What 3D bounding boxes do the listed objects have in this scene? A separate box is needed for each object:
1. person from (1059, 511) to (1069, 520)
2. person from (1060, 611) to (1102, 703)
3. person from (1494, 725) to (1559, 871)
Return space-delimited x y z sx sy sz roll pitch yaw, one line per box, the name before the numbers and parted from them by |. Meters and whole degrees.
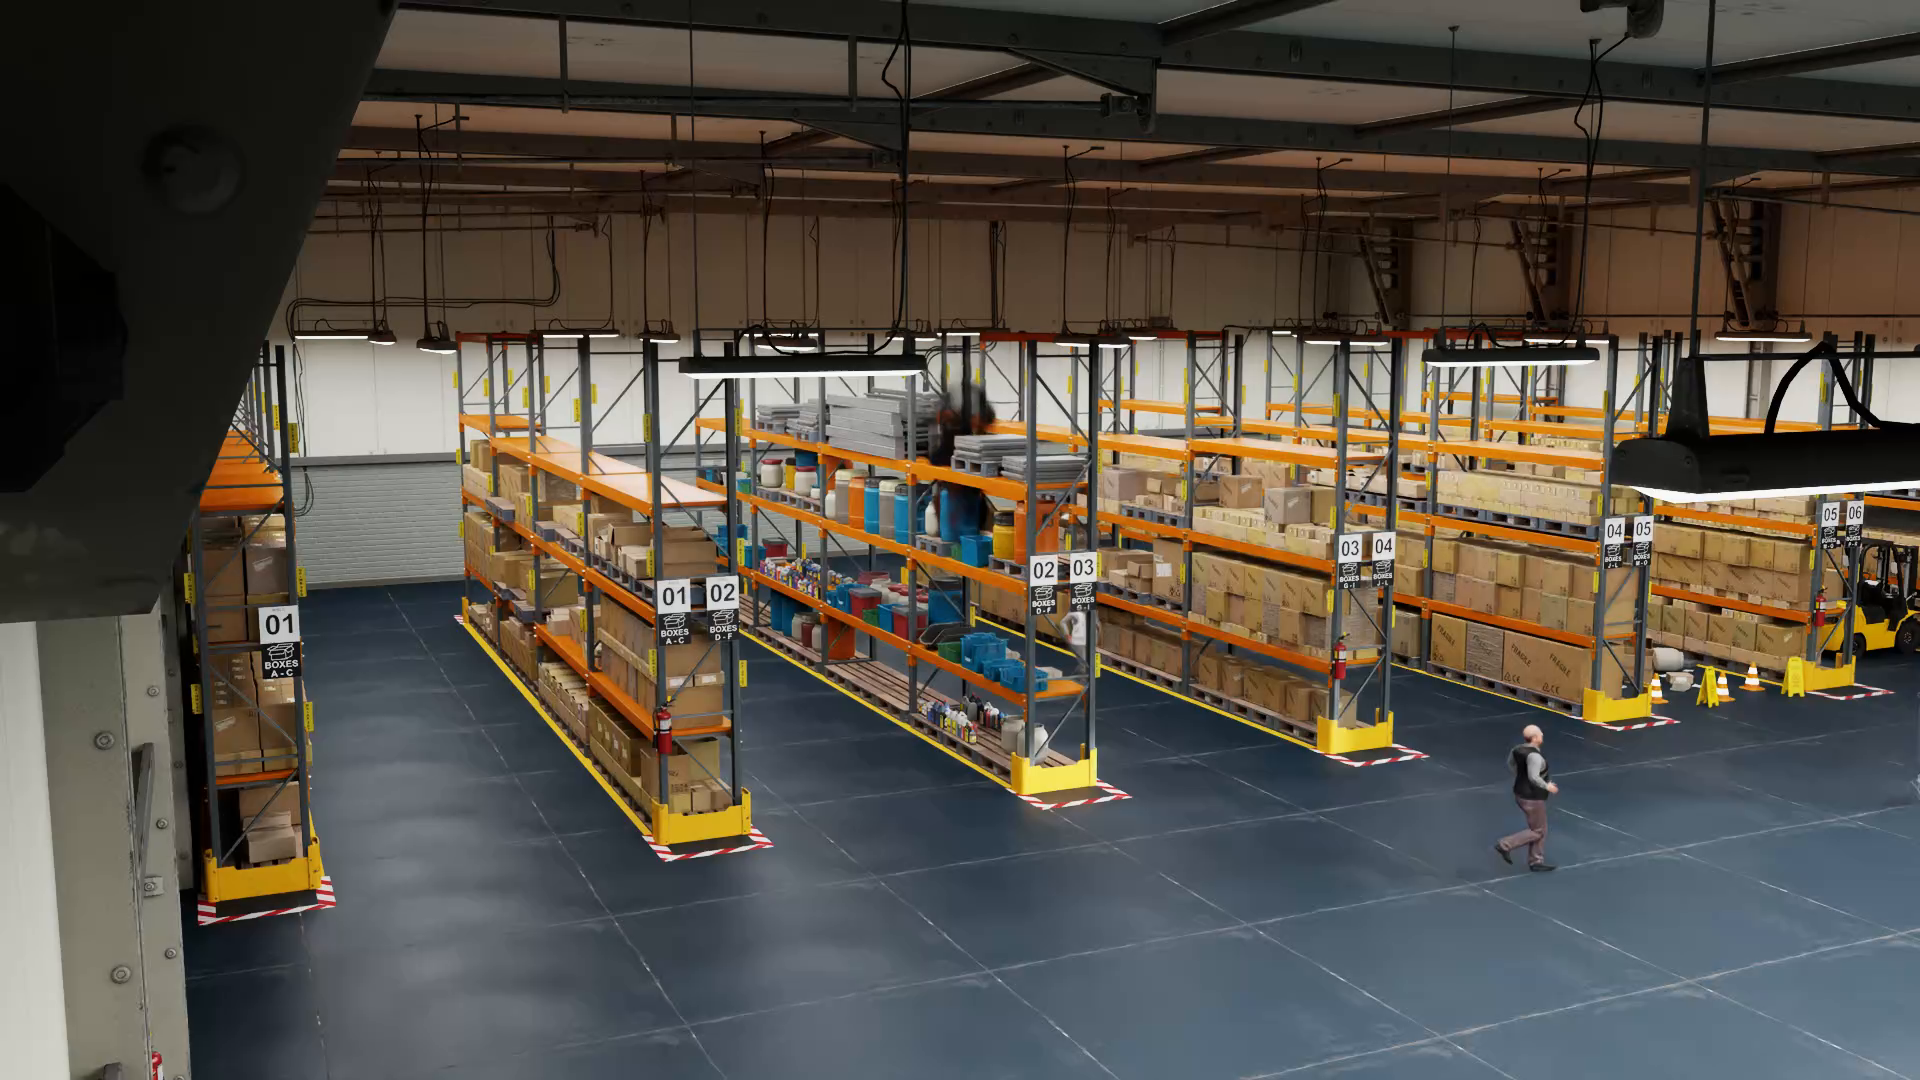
person | 2.258 -0.086 41.303 0.948 1.697 0.862 -3 8 -21
person | 2.043 1.742 27.517 0.633 1.822 0.822 -5 9 -35
person | 6.454 2.945 18.961 0.752 1.697 0.657 0 8 -4
